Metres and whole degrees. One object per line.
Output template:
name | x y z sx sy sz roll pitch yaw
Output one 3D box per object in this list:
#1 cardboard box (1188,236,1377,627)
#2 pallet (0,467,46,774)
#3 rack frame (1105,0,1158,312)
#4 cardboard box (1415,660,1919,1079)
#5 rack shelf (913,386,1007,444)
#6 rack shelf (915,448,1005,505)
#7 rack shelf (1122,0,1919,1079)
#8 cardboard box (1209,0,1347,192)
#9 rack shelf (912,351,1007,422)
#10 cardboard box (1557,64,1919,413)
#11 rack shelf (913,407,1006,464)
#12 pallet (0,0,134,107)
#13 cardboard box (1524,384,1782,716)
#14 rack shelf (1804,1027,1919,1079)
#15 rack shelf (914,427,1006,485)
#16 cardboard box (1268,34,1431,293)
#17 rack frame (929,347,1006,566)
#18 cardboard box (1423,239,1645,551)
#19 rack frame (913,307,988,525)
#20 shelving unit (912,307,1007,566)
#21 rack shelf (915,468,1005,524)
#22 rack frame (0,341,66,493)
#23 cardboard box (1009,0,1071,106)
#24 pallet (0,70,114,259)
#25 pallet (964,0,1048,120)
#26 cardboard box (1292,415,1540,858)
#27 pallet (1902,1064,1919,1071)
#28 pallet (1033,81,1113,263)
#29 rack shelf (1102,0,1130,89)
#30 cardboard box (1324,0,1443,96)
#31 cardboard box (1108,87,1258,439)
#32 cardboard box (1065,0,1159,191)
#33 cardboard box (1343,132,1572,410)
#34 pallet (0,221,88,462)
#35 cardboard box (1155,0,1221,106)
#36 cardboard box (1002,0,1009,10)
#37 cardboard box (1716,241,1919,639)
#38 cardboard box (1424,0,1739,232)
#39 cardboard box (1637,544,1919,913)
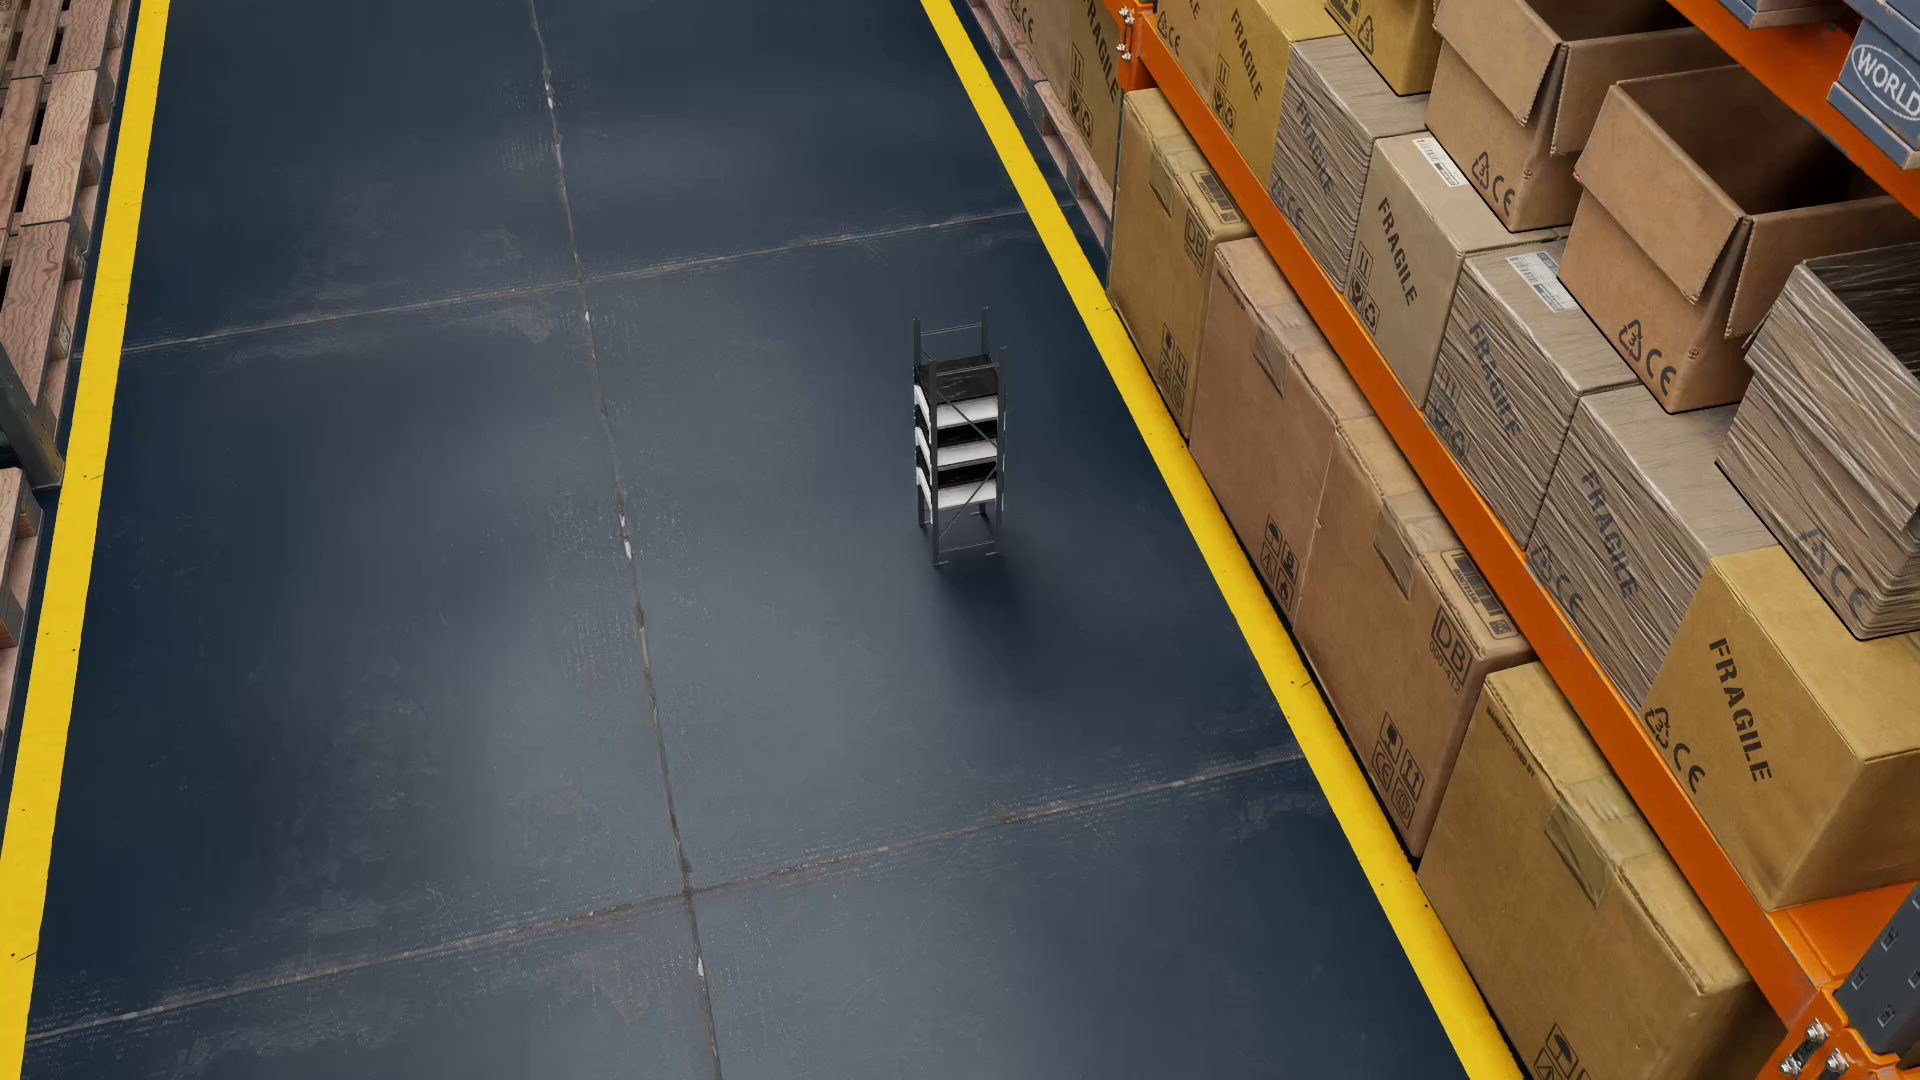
cardboard box | 1.498 -0.442 5.277 1.225 0.875 0.875 -12 47 -12
pallet | -3.546 0.328 5.281 1.003 0.211 1.213 -11 47 -10
rack frame | 1.085 -2.094 5.702 1.000 3.000 0.127 -11 47 -10
cardboard box | 1.953 0.784 4.075 1.225 0.875 0.875 -13 47 -12
rack shelf | -0.002 -0.423 5.329 0.258 0.077 0.200 -11 47 -10
rack shelf | -0.002 -0.234 5.522 0.258 0.077 0.200 -11 47 -10
rack shelf | 1.597 -0.461 4.606 1.077 0.370 4.000 -11 47 -10
cardboard box | 1.091 -1.419 4.970 0.500 0.500 0.500 -11 47 -10
rack shelf | -0.002 -0.486 5.265 0.258 0.077 0.200 -11 47 -10
cardboard box | 1.773 -0.677 3.541 0.797 0.503 0.637 -10 46 -9
rack shelf | -0.002 -0.360 5.394 0.258 0.077 0.200 -11 47 -10
pallet | -4.553 -2.398 7.952 1.003 0.211 1.213 -11 47 -10
cardboard box | 1.621 -0.008 3.588 0.500 0.500 0.500 -11 47 -11
rack shelf | 2.621 2.300 1.899 1.077 0.370 4.000 -11 47 -10
rack shelf | -0.002 -0.297 5.458 0.258 0.077 0.200 -11 47 -10
cardboard box | 1.218 -1.073 4.632 0.500 0.500 0.500 -12 47 -11
rack frame | 0.024 -0.250 5.365 0.240 0.900 0.006 -11 47 -10
cardboard box | 1.485 -0.366 3.939 0.500 0.500 0.500 -12 47 -12
rack frame | -0.028 -0.391 5.503 0.240 0.900 0.006 -11 47 -10
shelving unit | -0.002 -0.321 5.434 0.258 0.900 0.210 -11 47 -10
rack shelf | -0.002 -0.171 5.586 0.258 0.077 0.200 -11 47 -10
rack frame | -3.703 -1.188 4.815 1.000 3.000 0.127 -11 47 -10
cardboard box | 0.763 -2.589 7.381 0.875 0.875 0.875 -11 47 -10
pallet | -4.244 -1.557 7.128 1.003 0.211 1.213 -11 47 -10
pallet | 0.650 -2.501 8.053 1.003 0.211 1.213 -11 47 -10
cardboard box | 1.732 0.167 4.680 1.225 0.875 0.875 -11 47 -10
pallet | 1.980 1.085 4.538 1.003 0.211 1.213 -11 47 -10
pallet | 0.966 -1.657 7.226 1.003 0.211 1.213 -11 47 -10
rack shelf | 0.573 -3.223 7.312 1.077 0.370 4.000 -11 47 -10
cardboard box | 1.421 -1.565 4.411 0.797 0.503 0.637 -10 46 -10
cardboard box | 1.268 -1.059 5.881 1.225 0.875 0.875 -11 47 -10
cardboard box | 0.993 -1.968 6.772 0.875 0.875 0.875 -11 47 -10
cardboard box | 1.356 -0.717 4.283 0.500 0.500 0.500 -10 46 -10
pallet | -3.929 -0.713 6.301 1.003 0.211 1.213 -11 47 -10
cardboard box | 0.961 -1.766 5.310 0.500 0.500 0.500 -11 47 -10
cardboard box | 0.535 -3.204 7.983 0.875 0.875 0.875 -11 47 -10
cardboard box | 1.938 -0.226 3.099 0.797 0.503 0.637 -9 46 -9
cardboard box | 1.595 -1.139 3.993 0.797 0.503 0.637 -9 46 -9
cardboard box | 1.743 0.337 3.249 0.500 0.500 0.500 -9 46 -9
